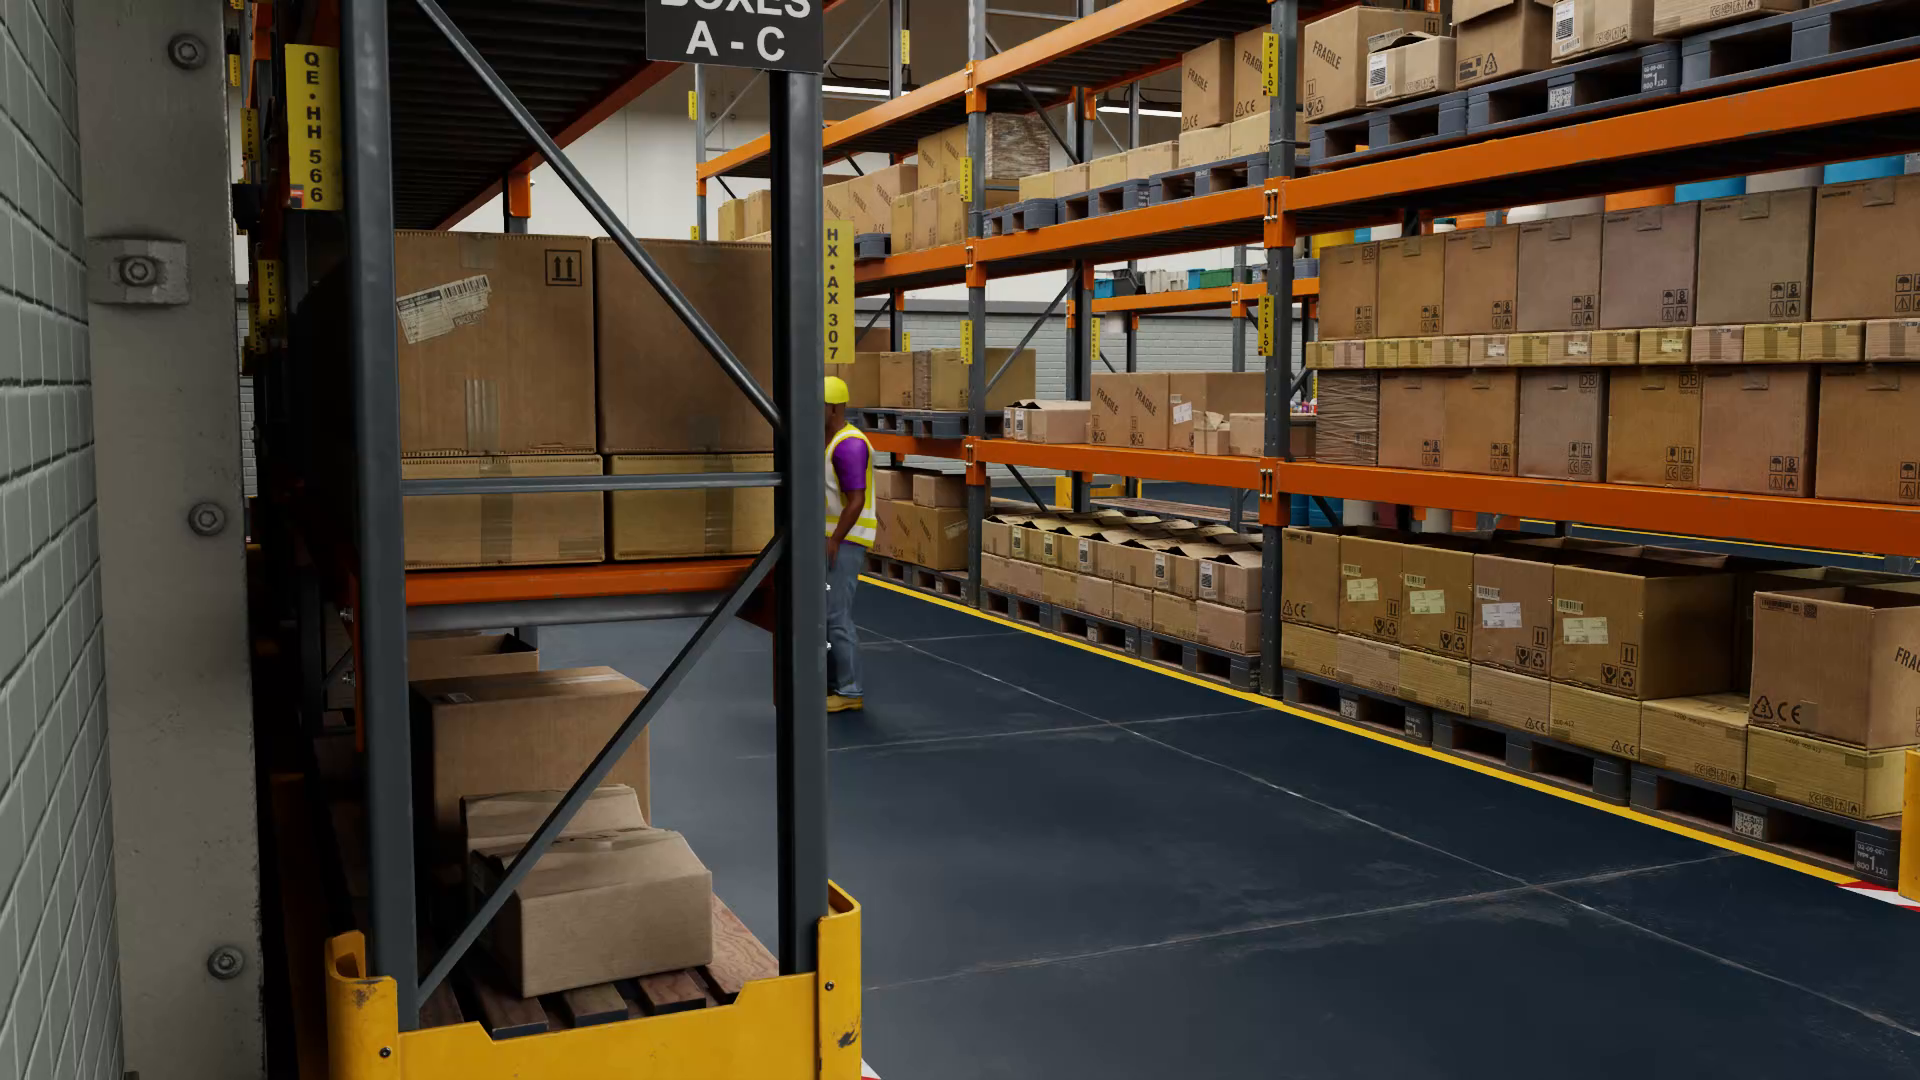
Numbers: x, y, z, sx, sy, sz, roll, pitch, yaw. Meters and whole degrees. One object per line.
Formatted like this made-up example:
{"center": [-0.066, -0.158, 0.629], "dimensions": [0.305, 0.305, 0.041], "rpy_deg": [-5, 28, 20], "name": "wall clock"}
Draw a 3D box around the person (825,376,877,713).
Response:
{"center": [-0.671, 0.016, 8.849], "dimensions": [0.411, 1.766, 0.585], "rpy_deg": [-2, 6, -24], "name": "person"}
